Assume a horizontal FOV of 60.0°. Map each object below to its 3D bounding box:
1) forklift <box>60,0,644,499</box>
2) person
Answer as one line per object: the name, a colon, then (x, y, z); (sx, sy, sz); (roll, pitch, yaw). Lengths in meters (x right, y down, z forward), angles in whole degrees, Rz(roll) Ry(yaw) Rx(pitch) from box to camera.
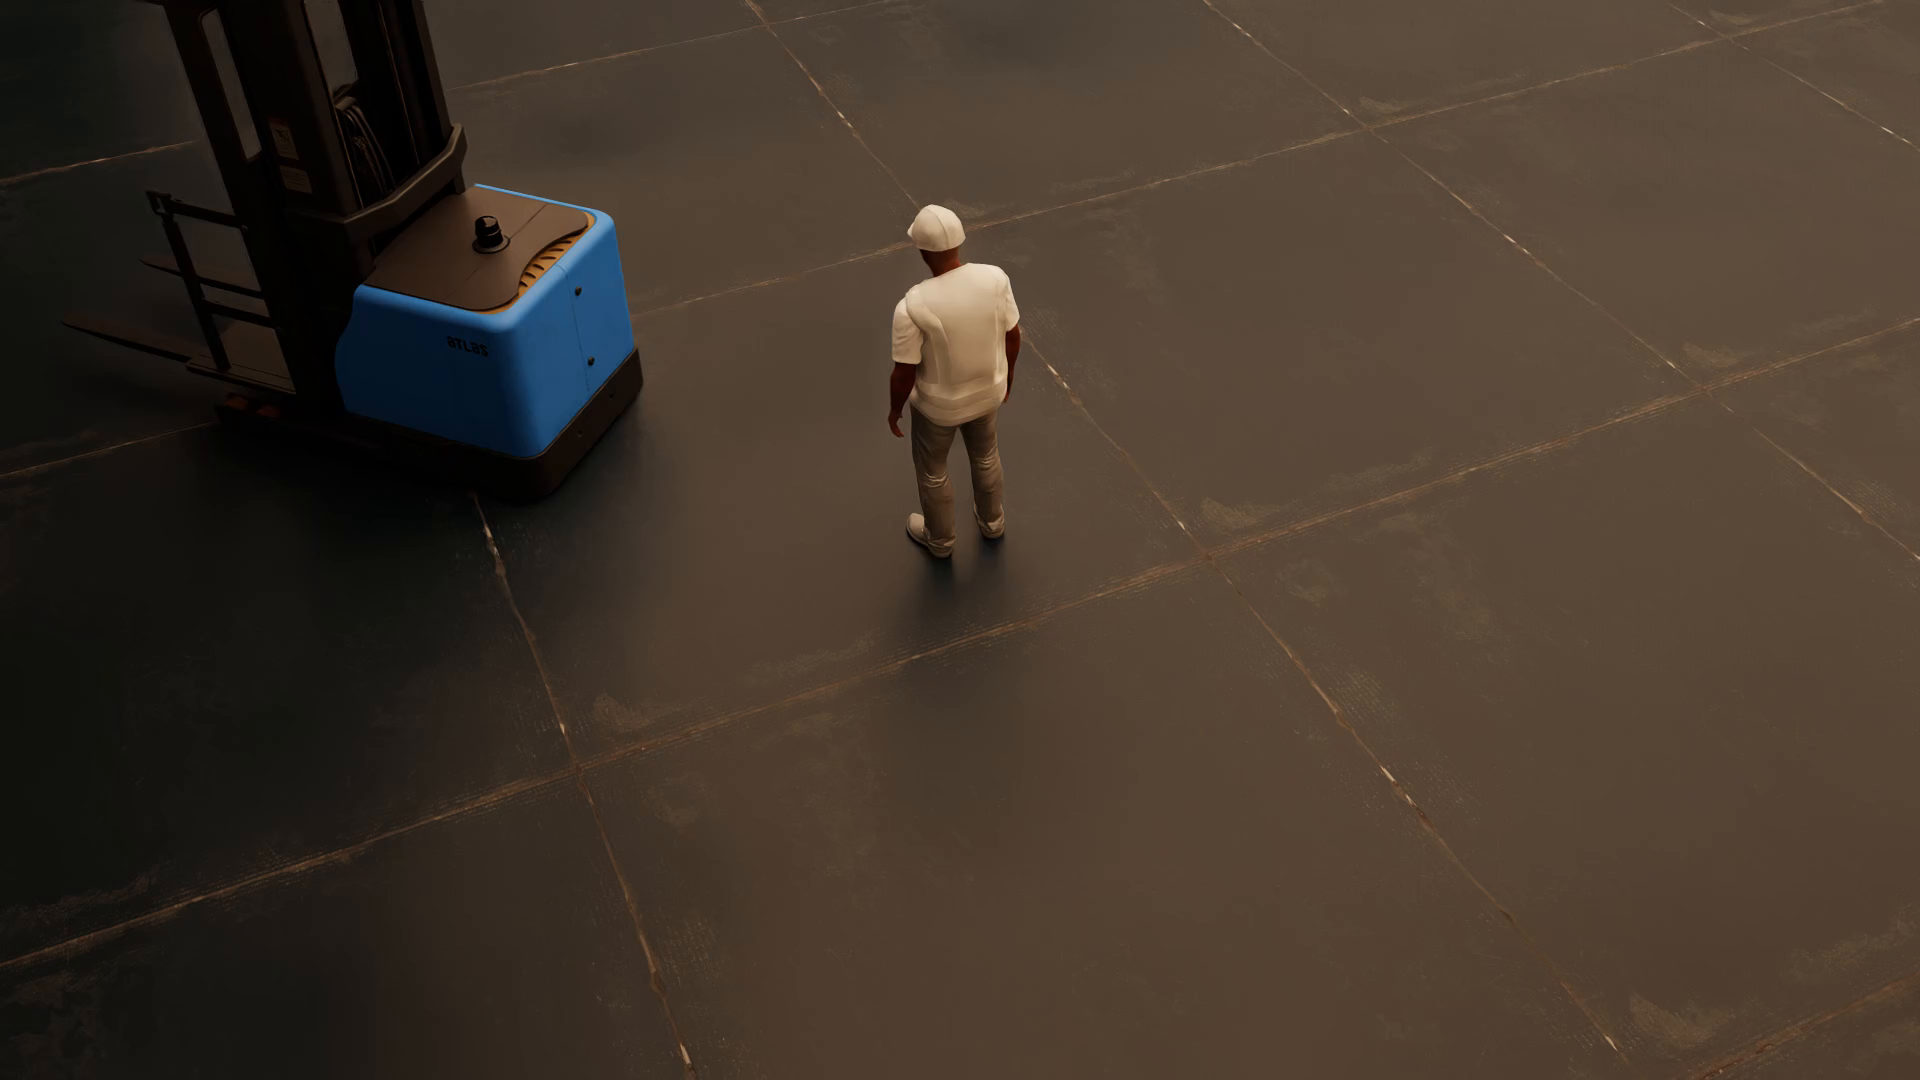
forklift: (-3.205, -1.904, 7.720); (3.031, 2.935, 1.130); (15, 45, 15)
person: (-0.034, -0.661, 7.250); (0.629, 1.759, 0.460); (-20, 47, -20)
